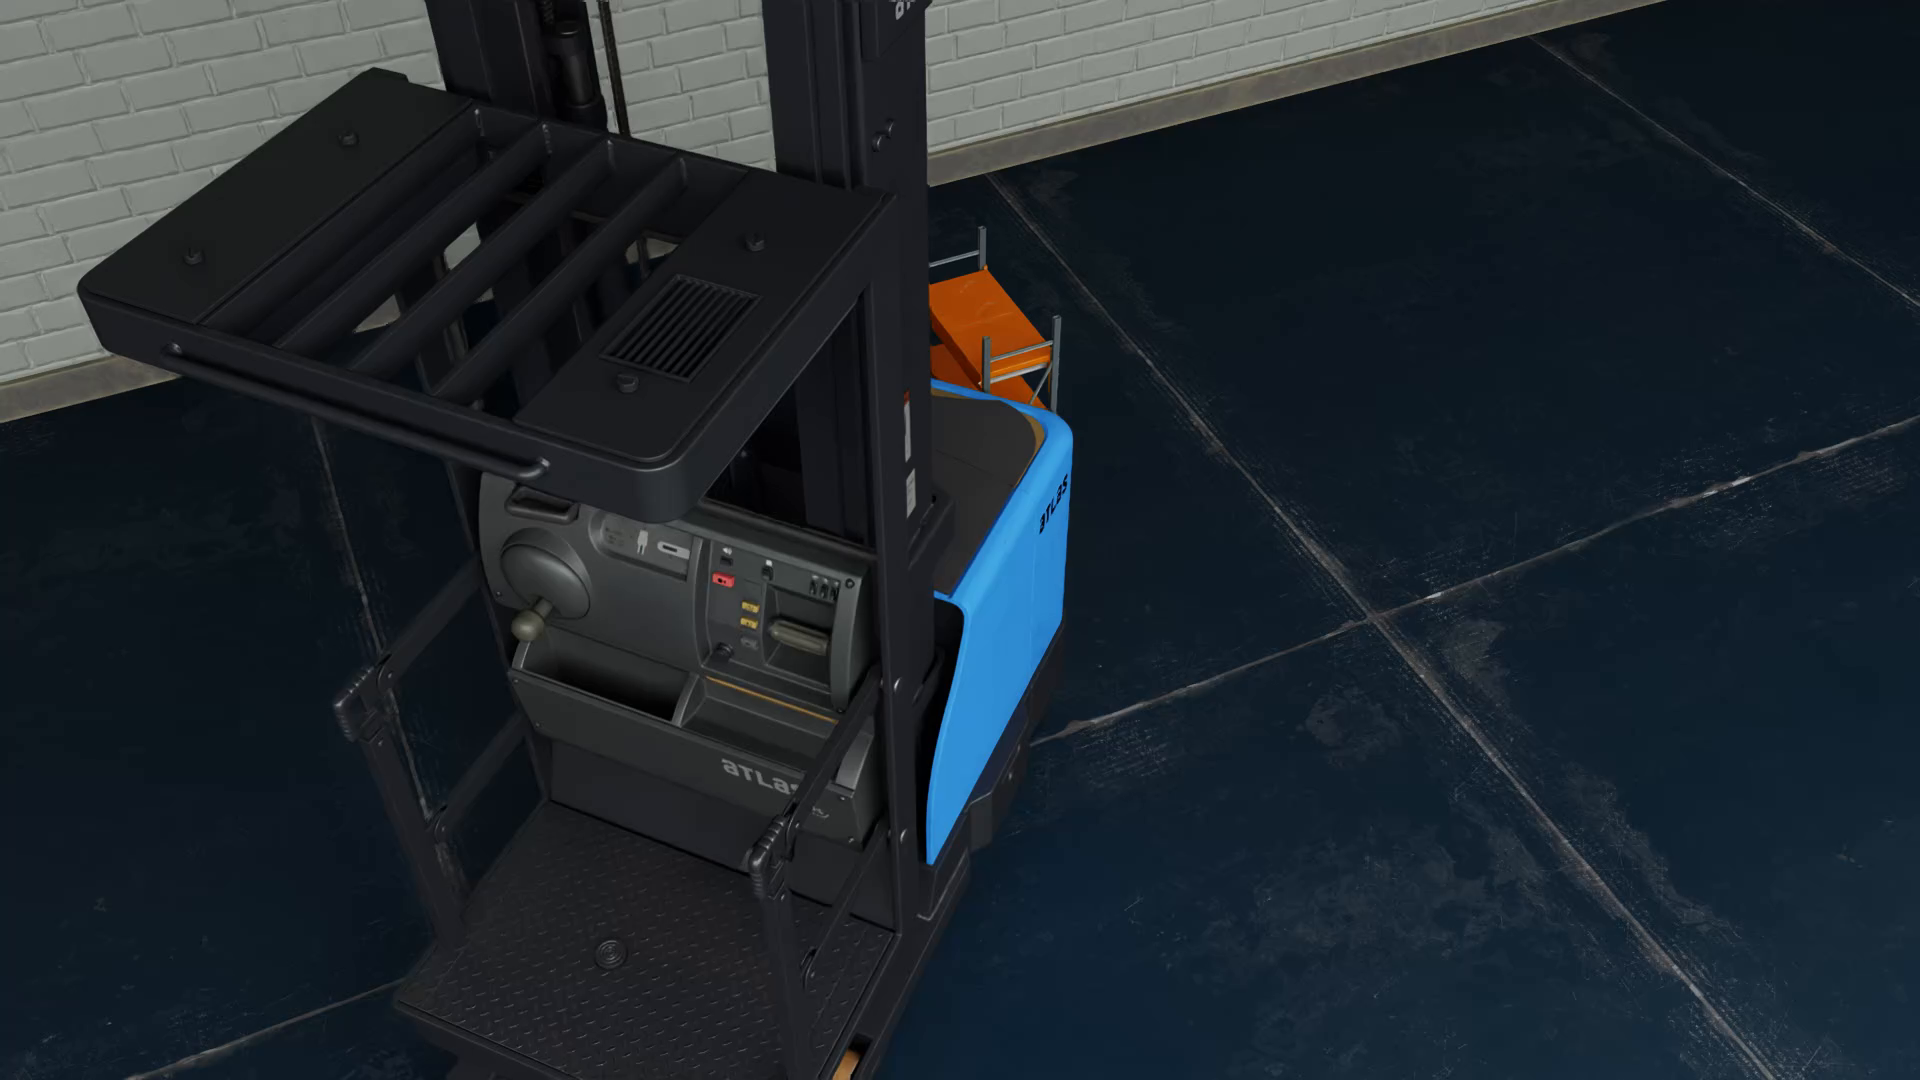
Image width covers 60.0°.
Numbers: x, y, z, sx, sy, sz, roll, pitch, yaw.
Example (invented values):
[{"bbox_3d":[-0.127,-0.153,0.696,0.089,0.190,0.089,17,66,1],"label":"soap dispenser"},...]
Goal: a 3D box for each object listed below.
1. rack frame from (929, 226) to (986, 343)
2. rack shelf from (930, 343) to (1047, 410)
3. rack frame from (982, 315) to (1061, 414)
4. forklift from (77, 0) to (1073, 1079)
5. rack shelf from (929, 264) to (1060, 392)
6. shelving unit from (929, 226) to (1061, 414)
[{"bbox_3d":[-0.033,-0.478,5.380,0.240,1.200,0.015,-18,47,-18],"label":"rack frame"},{"bbox_3d":[0.070,-0.434,5.113,0.258,0.148,0.480,-18,47,-18],"label":"rack shelf"},{"bbox_3d":[0.173,-0.167,5.065,0.240,1.200,0.015,-18,47,-18],"label":"rack frame"},{"bbox_3d":[-0.723,0.195,3.466,1.130,2.935,3.031,17,47,16],"label":"forklift"},{"bbox_3d":[0.070,-0.602,4.946,0.258,0.148,0.480,-18,47,-18],"label":"rack shelf"},{"bbox_3d":[0.070,-0.323,5.222,0.258,1.200,0.503,-18,47,-18],"label":"shelving unit"}]
